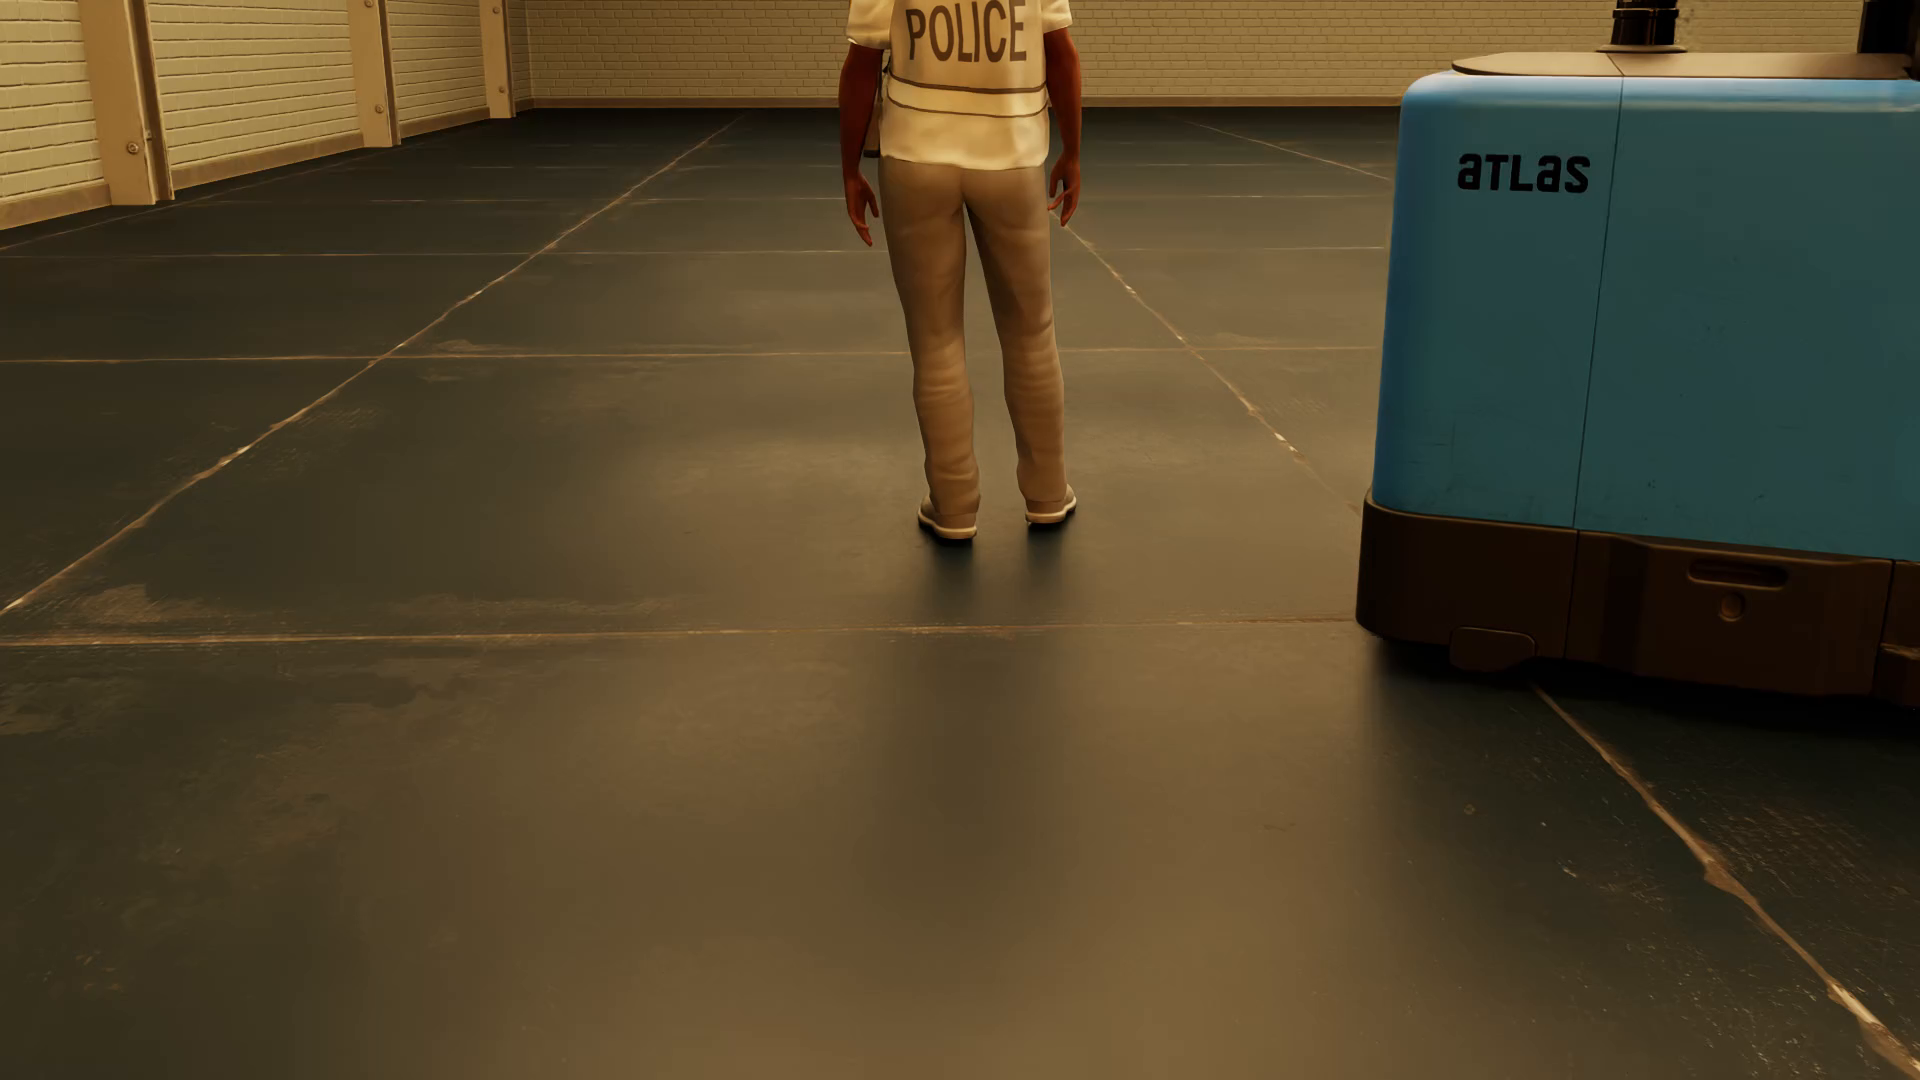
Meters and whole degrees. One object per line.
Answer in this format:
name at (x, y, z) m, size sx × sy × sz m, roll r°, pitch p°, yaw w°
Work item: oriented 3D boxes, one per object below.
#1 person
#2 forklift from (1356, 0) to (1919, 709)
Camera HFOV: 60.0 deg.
person at (0.016, -0.839, 3.740) m, size 0.569 × 1.694 × 0.530 m, roll -1°, pitch 17°, yaw -3°
forklift at (2.326, -1.144, 2.648) m, size 3.031 × 2.935 × 1.130 m, roll 6°, pitch 18°, yaw 20°
